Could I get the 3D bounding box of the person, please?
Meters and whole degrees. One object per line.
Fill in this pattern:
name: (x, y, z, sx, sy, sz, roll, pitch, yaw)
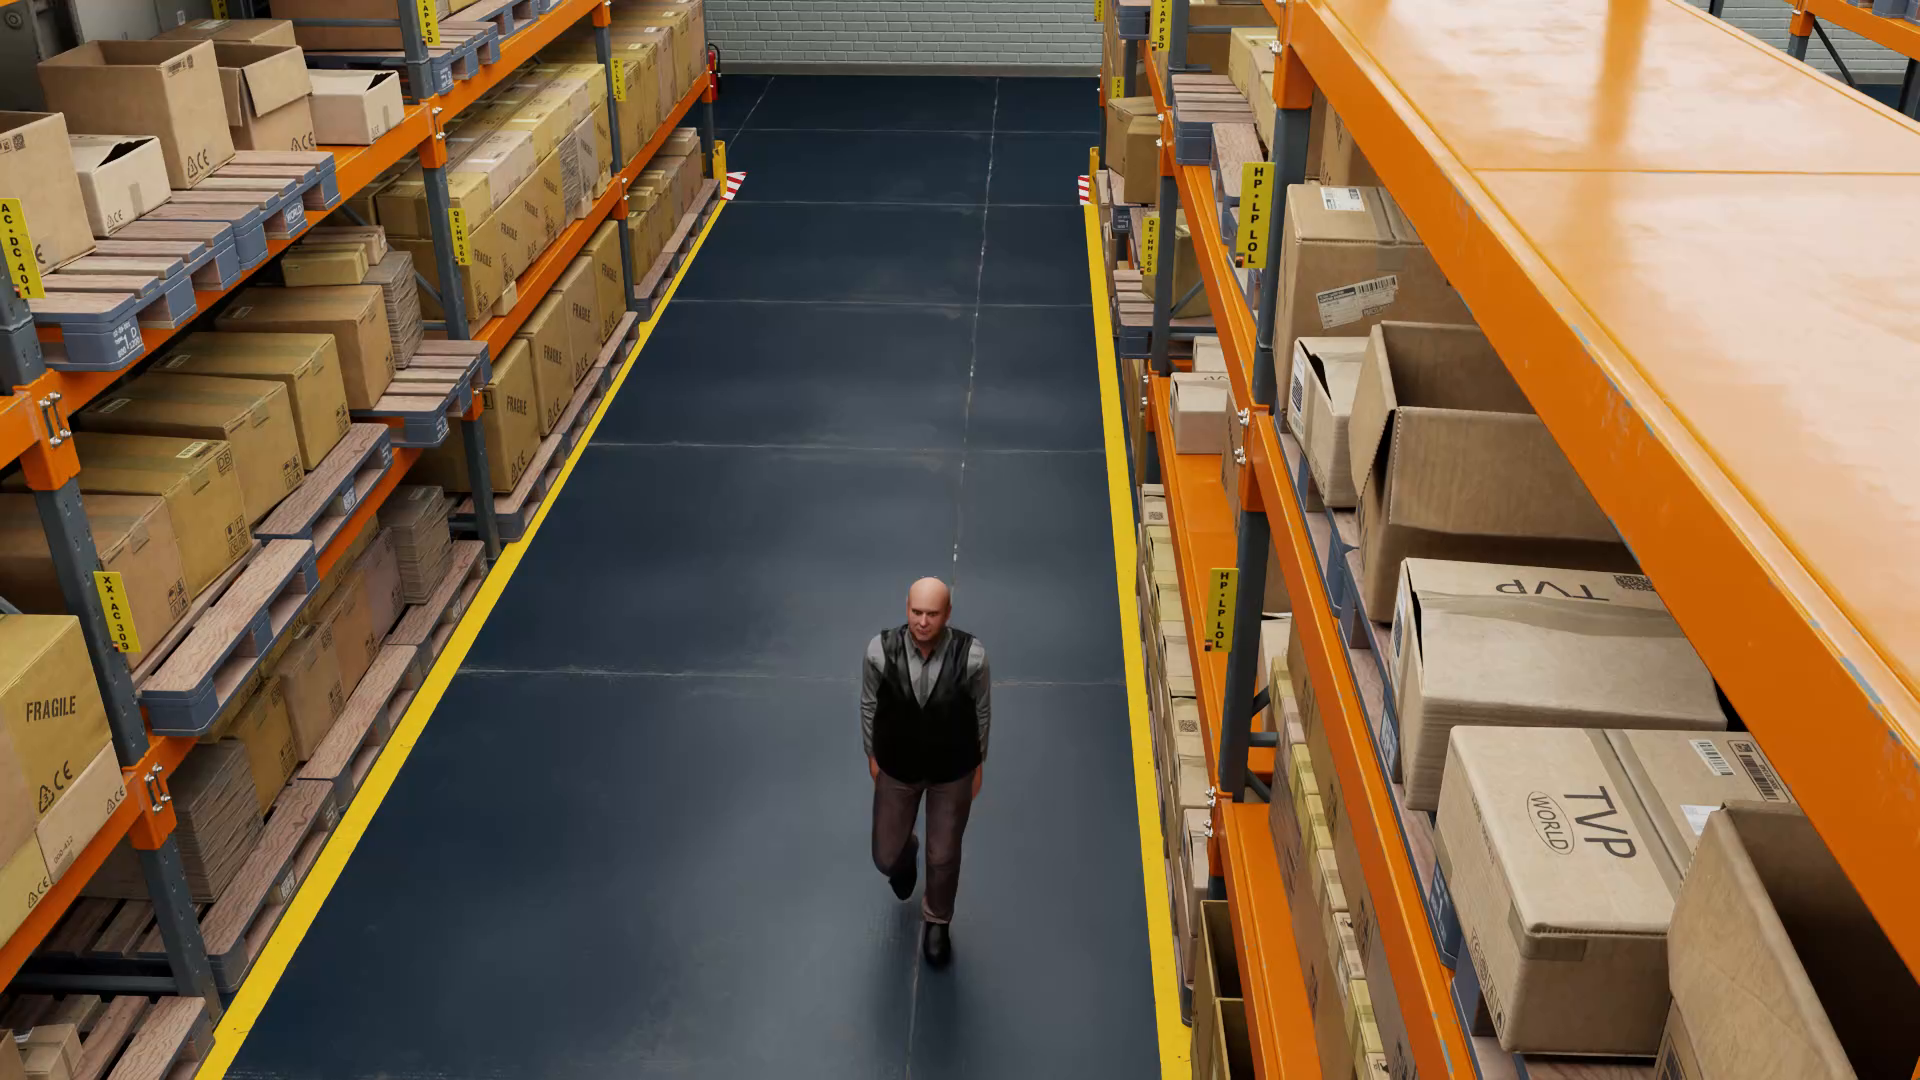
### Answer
person: (-0.140, 0.915, 6.871, 0.536, 1.710, 0.556, 2, 28, 3)
